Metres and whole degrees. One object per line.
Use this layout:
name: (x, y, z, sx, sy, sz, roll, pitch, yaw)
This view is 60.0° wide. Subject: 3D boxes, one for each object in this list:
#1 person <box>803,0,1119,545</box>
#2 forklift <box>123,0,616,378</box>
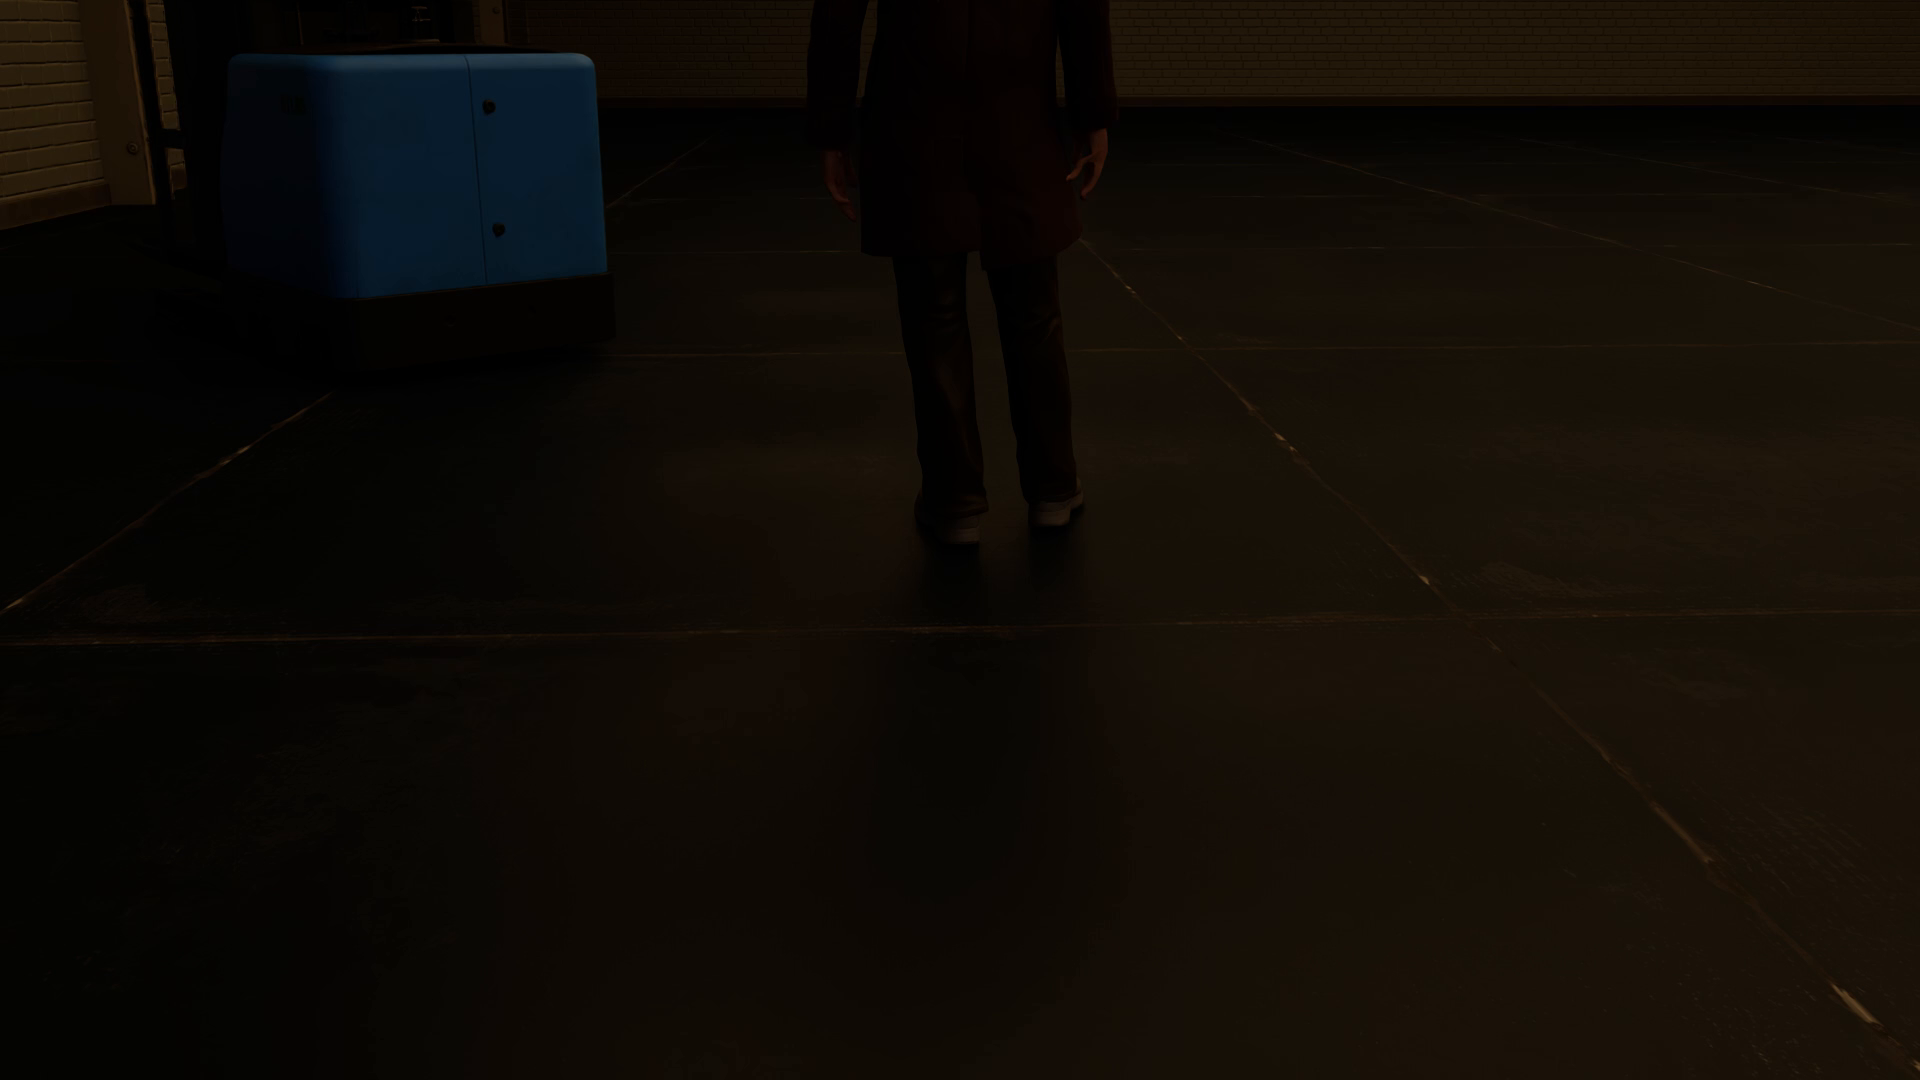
person: (-0.001, -0.884, 3.744, 0.698, 1.778, 0.579, -1, 17, -3)
forklift: (-2.614, -2.307, 6.448, 1.130, 2.935, 3.031, -14, 22, -39)
